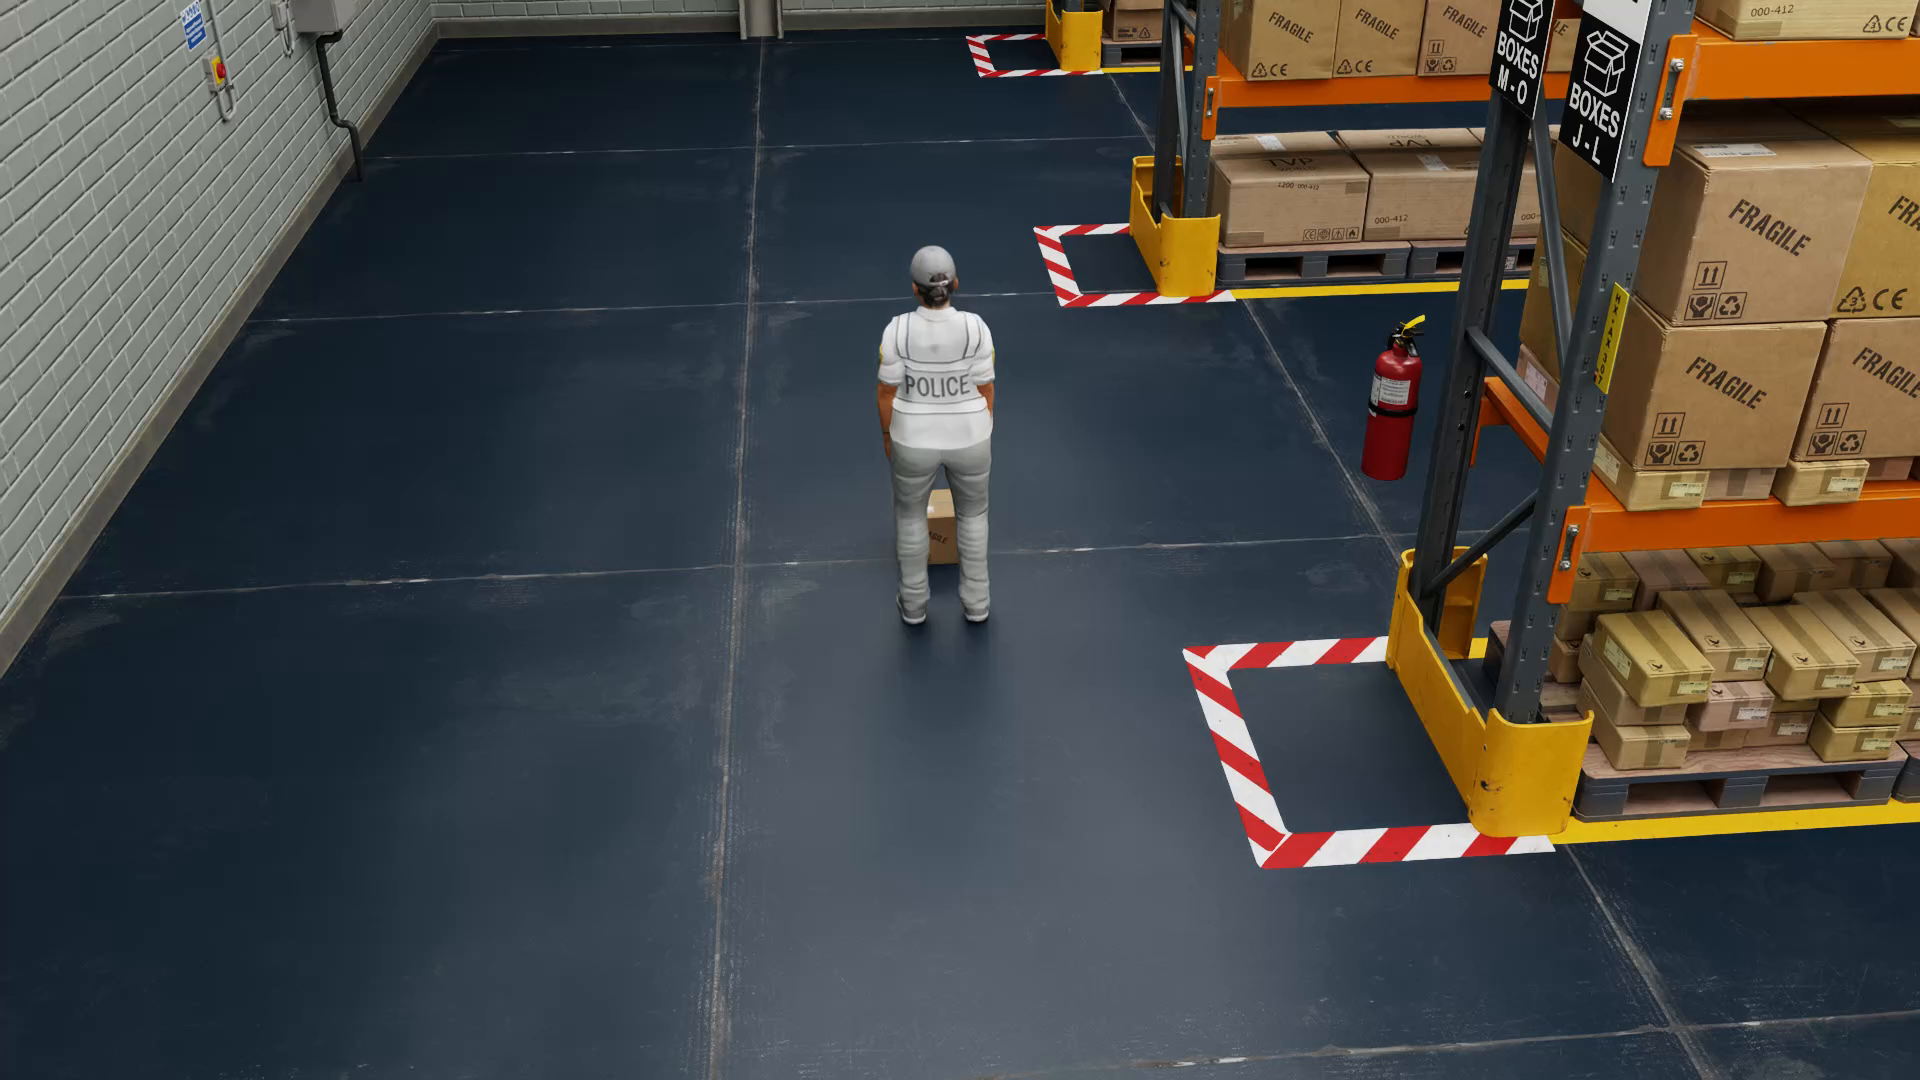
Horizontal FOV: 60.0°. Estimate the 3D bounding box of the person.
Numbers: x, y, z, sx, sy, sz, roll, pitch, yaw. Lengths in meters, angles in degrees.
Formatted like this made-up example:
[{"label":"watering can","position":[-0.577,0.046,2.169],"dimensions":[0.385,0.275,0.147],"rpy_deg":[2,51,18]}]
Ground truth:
[{"label":"person","position":[-0.101,-0.417,6.832],"dimensions":[0.469,1.664,0.368],"rpy_deg":[-2,31,-3]}]
